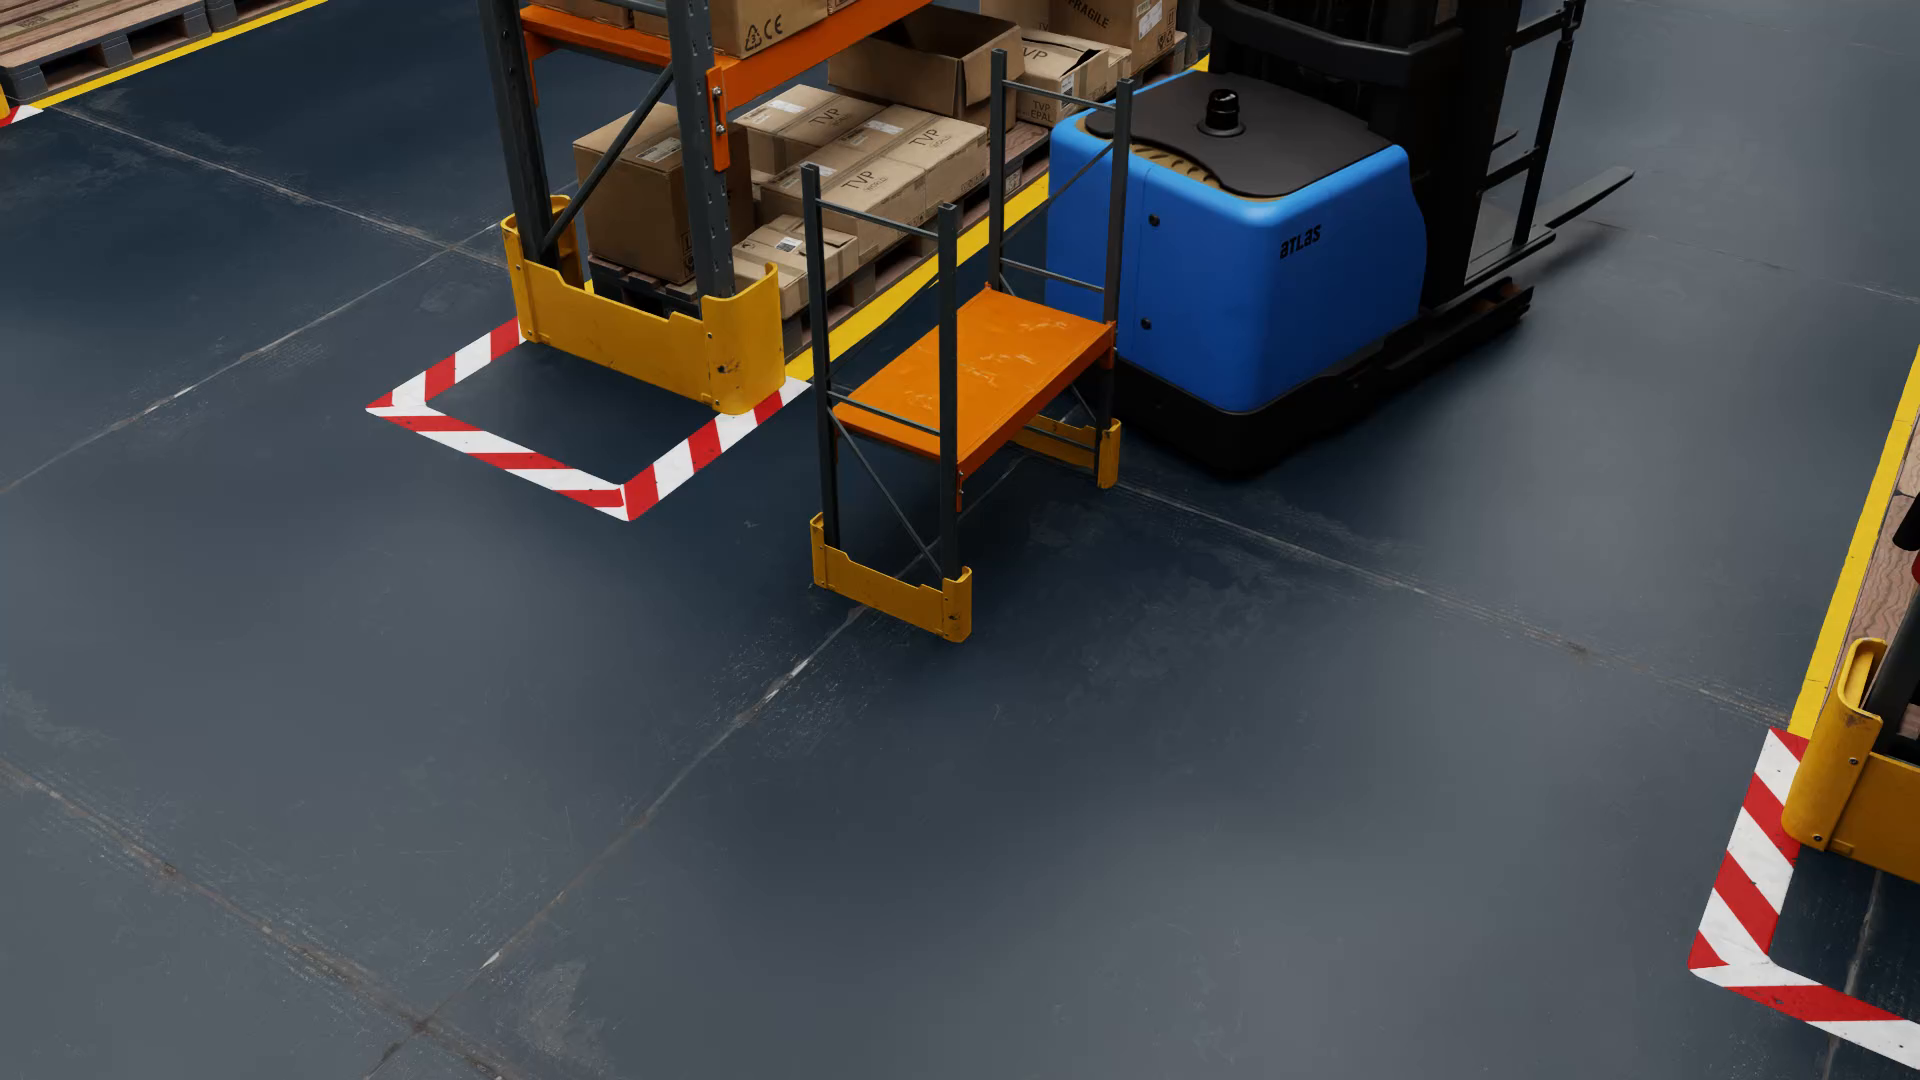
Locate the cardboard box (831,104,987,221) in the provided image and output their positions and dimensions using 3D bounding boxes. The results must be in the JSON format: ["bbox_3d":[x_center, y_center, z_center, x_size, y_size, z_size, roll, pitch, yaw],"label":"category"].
[{"bbox_3d":[-0.222,-1.678,7.362,0.500,0.250,0.500,21,42,25],"label":"cardboard box"}]

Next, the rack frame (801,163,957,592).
[{"bbox_3d":[-0.227,-0.376,5.009,0.500,1.500,0.032,21,42,25],"label":"rack frame"}]

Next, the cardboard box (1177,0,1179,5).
[{"bbox_3d":[1.319,-3.306,9.269,0.500,0.500,0.500,19,42,23],"label":"cardboard box"}]

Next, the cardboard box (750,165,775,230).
[{"bbox_3d":[-0.912,-1.483,7.177,0.380,0.166,0.250,21,42,25],"label":"cardboard box"}]

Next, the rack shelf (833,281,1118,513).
[{"bbox_3d":[0.046,-0.496,5.459,0.538,0.185,1.000,21,42,25],"label":"rack shelf"}]

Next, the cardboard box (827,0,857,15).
[{"bbox_3d":[-0.556,-2.340,6.247,0.500,0.500,0.500,21,42,25],"label":"cardboard box"}]

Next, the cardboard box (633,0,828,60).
[{"bbox_3d":[-0.828,-2.072,5.899,0.500,0.500,0.500,22,43,26],"label":"cardboard box"}]

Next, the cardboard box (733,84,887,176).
[{"bbox_3d":[-0.671,-1.816,7.541,0.500,0.250,0.500,21,42,25],"label":"cardboard box"}]

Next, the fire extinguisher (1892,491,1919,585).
[{"bbox_3d":[2.426,-0.167,3.878,0.296,0.674,0.183,21,42,25],"label":"fire extinguisher"}]

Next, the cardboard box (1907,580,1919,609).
[{"bbox_3d":[3.187,0.158,4.791,0.700,0.500,0.500,21,42,25],"label":"cardboard box"}]

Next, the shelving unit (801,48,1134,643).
[{"bbox_3d":[0.041,-0.633,5.343,0.587,1.500,1.083,21,42,25],"label":"shelving unit"}]

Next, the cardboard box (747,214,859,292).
[{"bbox_3d":[-0.640,-1.175,6.777,0.380,0.166,0.250,21,42,25],"label":"cardboard box"}]

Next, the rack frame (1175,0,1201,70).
[{"bbox_3d":[0.854,-3.952,8.420,1.000,3.000,0.127,21,42,25],"label":"rack frame"}]

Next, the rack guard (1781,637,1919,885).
[{"bbox_3d":[2.883,0.731,4.393,1.175,0.500,0.348,21,42,25],"label":"rack guard"}]

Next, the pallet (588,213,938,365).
[{"bbox_3d":[-0.822,-1.236,7.181,1.003,0.211,1.213,21,42,25],"label":"pallet"}]

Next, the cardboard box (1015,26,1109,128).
[{"bbox_3d":[0.387,-2.288,8.104,0.500,0.311,0.500,21,42,25],"label":"cardboard box"}]

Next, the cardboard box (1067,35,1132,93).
[{"bbox_3d":[0.638,-2.398,8.378,0.380,0.149,0.250,21,42,25],"label":"cardboard box"}]

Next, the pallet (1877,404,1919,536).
[{"bbox_3d":[3.913,-0.232,5.878,1.003,0.211,1.213,21,42,25],"label":"pallet"}]

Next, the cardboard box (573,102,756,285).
[{"bbox_3d":[-1.205,-1.435,6.842,0.500,0.500,0.500,21,42,25],"label":"cardboard box"}]

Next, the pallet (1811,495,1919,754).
[{"bbox_3d":[3.258,0.395,5.065,1.003,0.211,1.213,21,42,25],"label":"pallet"}]

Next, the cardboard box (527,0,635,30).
[{"bbox_3d":[-1.279,-2.250,6.130,0.500,0.500,0.500,23,43,26],"label":"cardboard box"}]

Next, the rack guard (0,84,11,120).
[{"bbox_3d":[-5.471,-2.506,8.591,1.175,0.500,0.348,21,42,25],"label":"rack guard"}]

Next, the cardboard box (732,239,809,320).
[{"bbox_3d":[-0.774,-1.039,6.615,0.380,0.149,0.250,21,42,25],"label":"cardboard box"}]

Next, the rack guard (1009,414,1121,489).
[{"bbox_3d":[0.308,-0.395,6.058,0.587,0.250,0.087,21,42,25],"label":"rack guard"}]

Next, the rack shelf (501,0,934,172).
[{"bbox_3d":[-0.217,-2.636,7.302,1.077,0.370,4.000,21,42,25],"label":"rack shelf"}]

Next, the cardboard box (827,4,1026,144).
[{"bbox_3d":[-0.148,-2.168,7.789,0.797,0.503,0.637,21,42,25],"label":"cardboard box"}]

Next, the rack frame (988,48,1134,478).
[{"bbox_3d":[0.318,-0.900,5.689,0.500,1.500,0.032,21,42,25],"label":"rack frame"}]

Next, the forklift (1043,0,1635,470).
[{"bbox_3d":[1.732,-2.187,6.187,3.031,2.935,1.130,-29,46,-32],"label":"forklift"}]

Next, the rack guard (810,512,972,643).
[{"bbox_3d":[-0.226,0.118,5.392,0.587,0.250,0.087,21,42,25],"label":"rack guard"}]

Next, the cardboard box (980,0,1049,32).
[{"bbox_3d":[0.447,-2.916,8.918,0.500,0.311,0.500,21,42,25],"label":"cardboard box"}]

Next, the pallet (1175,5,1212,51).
[{"bbox_3d":[1.258,-3.280,9.831,1.003,0.211,1.213,21,42,25],"label":"pallet"}]

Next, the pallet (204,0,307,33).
[{"bbox_3d":[-4.340,-3.447,10.048,1.003,0.211,1.213,21,42,25],"label":"pallet"}]

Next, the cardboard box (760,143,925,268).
[{"bbox_3d":[-0.490,-1.421,7.028,0.500,0.250,0.500,21,42,25],"label":"cardboard box"}]

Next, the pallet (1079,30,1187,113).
[{"bbox_3d":[0.486,-2.494,8.813,1.003,0.211,1.213,21,42,25],"label":"pallet"}]

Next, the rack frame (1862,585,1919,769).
[{"bbox_3d":[2.896,-0.272,3.646,1.000,3.000,0.127,21,42,25],"label":"rack frame"}]

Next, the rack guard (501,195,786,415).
[{"bbox_3d":[-1.248,-0.939,6.559,1.175,0.500,0.348,21,42,25],"label":"rack guard"}]

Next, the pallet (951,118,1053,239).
[{"bbox_3d":[-0.167,-1.863,7.993,1.003,0.211,1.213,21,42,25],"label":"pallet"}]

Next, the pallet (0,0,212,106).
[{"bbox_3d":[-4.995,-2.820,9.236,1.003,0.211,1.213,21,42,25],"label":"pallet"}]

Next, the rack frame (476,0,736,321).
[{"bbox_3d":[-1.289,-1.890,5.745,1.000,3.000,0.127,21,42,25],"label":"rack frame"}]

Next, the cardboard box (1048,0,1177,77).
[{"bbox_3d":[0.789,-2.750,8.548,0.500,0.500,0.500,21,42,25],"label":"cardboard box"}]
